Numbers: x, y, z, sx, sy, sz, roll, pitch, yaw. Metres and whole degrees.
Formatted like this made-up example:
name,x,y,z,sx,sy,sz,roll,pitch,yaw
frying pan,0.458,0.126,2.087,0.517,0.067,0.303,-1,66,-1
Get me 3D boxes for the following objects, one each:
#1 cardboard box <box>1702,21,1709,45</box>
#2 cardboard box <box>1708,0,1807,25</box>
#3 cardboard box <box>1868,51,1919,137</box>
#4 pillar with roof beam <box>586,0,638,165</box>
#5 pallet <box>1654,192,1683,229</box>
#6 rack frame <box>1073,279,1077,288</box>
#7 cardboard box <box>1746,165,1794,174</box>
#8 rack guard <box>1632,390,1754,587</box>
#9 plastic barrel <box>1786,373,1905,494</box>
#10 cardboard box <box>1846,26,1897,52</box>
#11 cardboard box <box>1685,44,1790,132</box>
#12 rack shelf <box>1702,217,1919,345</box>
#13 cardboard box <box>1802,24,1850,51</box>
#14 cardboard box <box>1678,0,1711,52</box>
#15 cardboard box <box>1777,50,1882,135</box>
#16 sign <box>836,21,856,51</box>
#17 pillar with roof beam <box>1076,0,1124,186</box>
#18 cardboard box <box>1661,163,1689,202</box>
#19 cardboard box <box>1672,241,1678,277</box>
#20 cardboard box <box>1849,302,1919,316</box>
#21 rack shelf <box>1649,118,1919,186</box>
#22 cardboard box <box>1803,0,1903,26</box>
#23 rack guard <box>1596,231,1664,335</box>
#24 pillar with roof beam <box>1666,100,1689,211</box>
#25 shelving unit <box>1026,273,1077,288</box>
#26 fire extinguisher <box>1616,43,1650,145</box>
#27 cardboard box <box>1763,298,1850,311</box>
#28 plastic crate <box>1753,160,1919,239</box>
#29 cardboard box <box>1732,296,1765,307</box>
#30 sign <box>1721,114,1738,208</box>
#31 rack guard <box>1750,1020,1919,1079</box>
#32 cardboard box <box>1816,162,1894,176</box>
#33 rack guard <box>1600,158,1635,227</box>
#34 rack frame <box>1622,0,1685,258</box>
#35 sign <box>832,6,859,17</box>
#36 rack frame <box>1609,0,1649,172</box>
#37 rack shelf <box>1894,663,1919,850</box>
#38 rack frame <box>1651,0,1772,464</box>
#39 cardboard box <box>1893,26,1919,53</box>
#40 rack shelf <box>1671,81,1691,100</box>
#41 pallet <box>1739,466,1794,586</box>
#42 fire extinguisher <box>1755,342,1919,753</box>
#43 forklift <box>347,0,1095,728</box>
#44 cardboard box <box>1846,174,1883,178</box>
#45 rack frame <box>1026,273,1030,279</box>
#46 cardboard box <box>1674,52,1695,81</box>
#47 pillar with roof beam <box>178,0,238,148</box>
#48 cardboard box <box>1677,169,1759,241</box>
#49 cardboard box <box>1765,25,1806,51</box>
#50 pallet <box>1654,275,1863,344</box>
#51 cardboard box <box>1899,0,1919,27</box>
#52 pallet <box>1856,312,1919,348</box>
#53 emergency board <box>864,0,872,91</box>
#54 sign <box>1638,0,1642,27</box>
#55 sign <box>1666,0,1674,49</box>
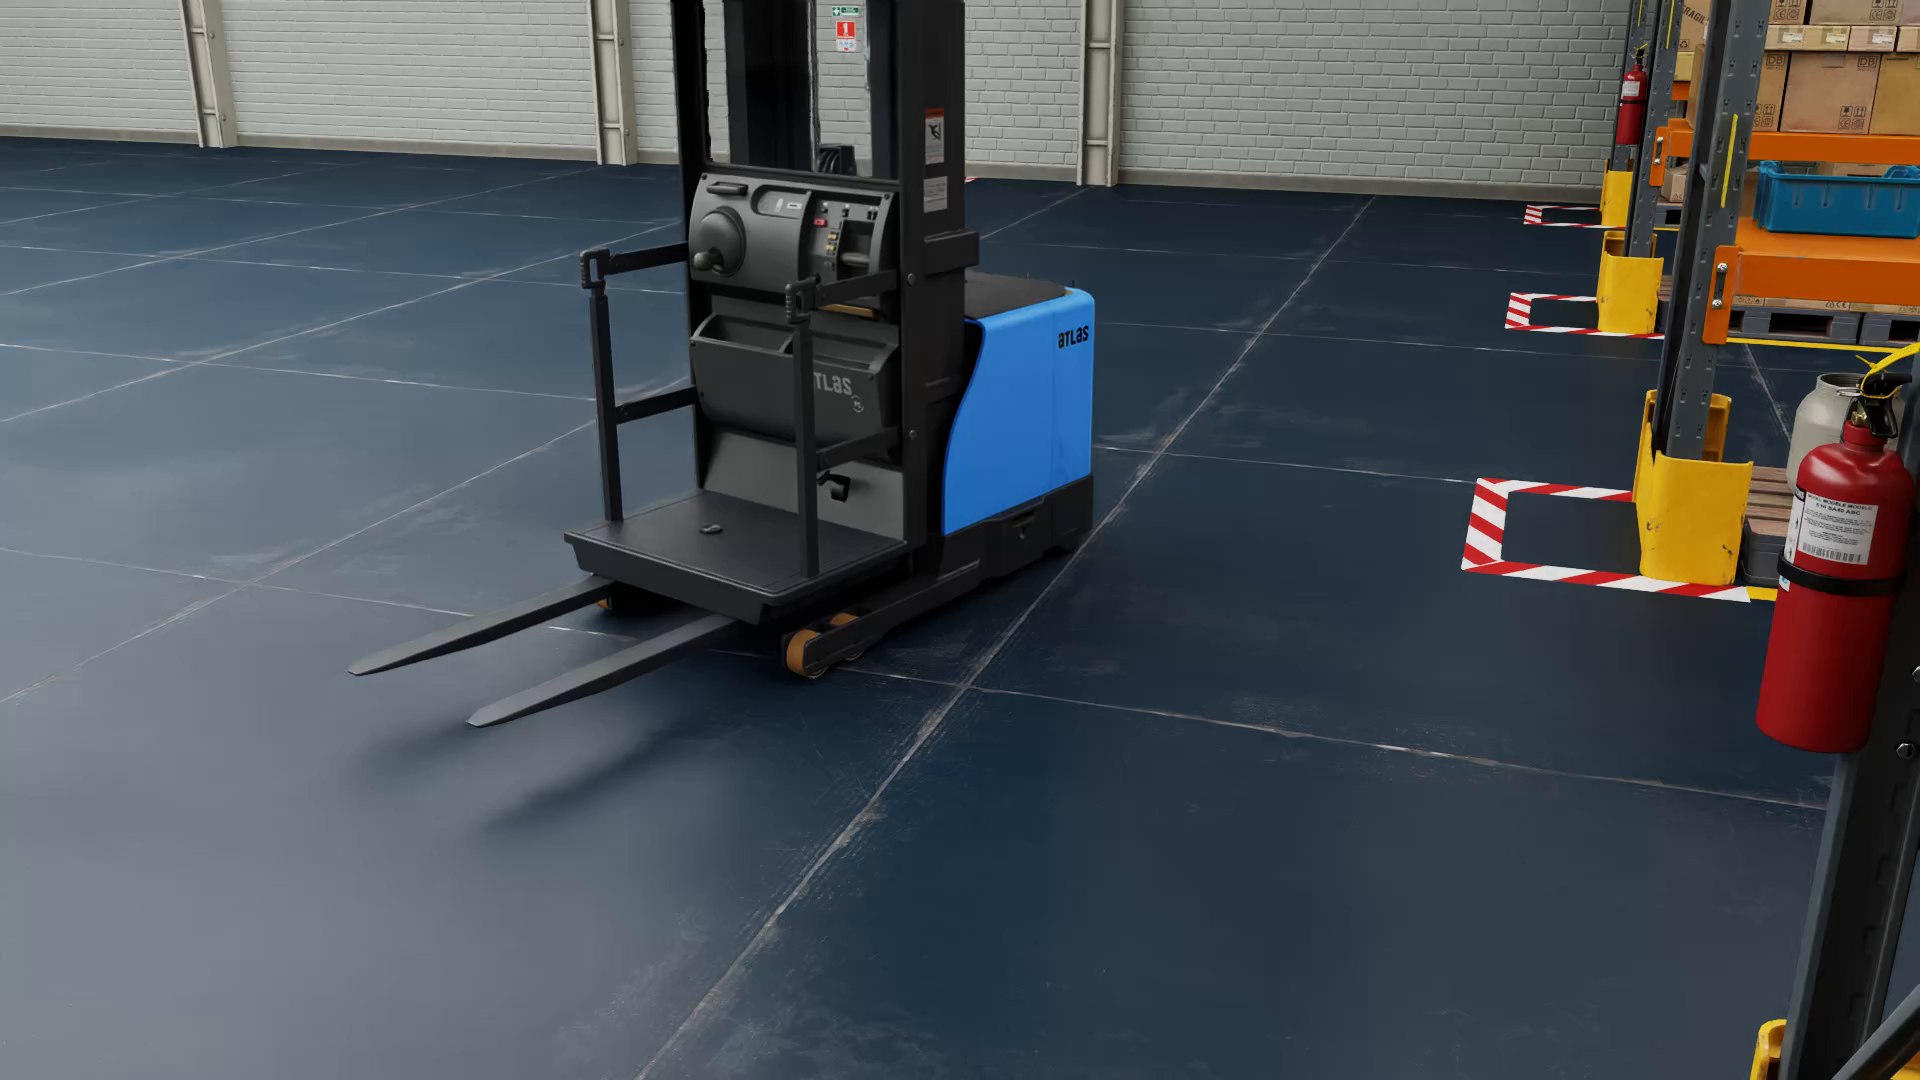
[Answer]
name,x,y,z,sx,sy,sz,roll,pitch,yaw
cardboard box,5.040,-3.332,10.941,0.250,0.149,0.380,6,20,17
cardboard box,5.103,-3.560,10.610,0.500,0.500,0.700,7,20,18
cardboard box,6.018,-2.843,10.523,0.500,0.500,0.700,7,20,18
pillar with roof beam,-5.564,-7.485,14.878,0.400,9.000,9.100,7,20,18
pallet,7.066,-3.078,15.585,1.213,0.211,1.003,7,20,18
rack frame,0.431,-0.588,7.167,0.008,1.050,0.200,14,24,35
cardboard box,7.401,-3.275,15.331,0.500,0.311,0.500,8,21,23
rack guard,3.075,-0.247,7.025,0.348,0.500,1.175,7,20,18
plastic barrel,3.634,-0.397,6.800,0.421,0.512,0.421,0,19,0
cardboard box,5.640,-3.122,10.338,0.250,0.149,0.380,6,20,17
cardboard box,5.053,-2.953,10.840,0.500,0.500,0.700,7,20,18
rack shelf,4.877,-0.865,6.094,4.000,0.370,1.077,7,20,18
cardboard box,5.402,-3.150,10.418,0.250,0.149,0.380,7,20,18
cardboard box,6.591,-4.649,14.914,0.500,0.500,0.500,7,20,18
cardboard box,5.551,-2.898,10.682,0.500,0.500,0.700,7,20,19
sign,-1.294,-5.730,18.904,0.234,0.329,0.001,7,20,18
pillar with roof beam,0.103,-6.837,13.019,0.400,9.000,9.100,7,20,18
cardboard box,6.863,-3.337,15.508,0.500,0.311,0.500,4,20,12
cardboard box,5.220,-1.895,11.493,0.500,0.250,0.500,7,20,18
cardboard box,5.996,-1.626,10.724,0.500,0.250,0.500,7,20,18
rack shelf,6.506,-2.405,10.511,4.000,0.370,1.077,7,20,18
cardboard box,5.602,-3.505,10.452,0.500,0.500,0.700,6,20,17
rack guard,4.594,-1.783,11.431,0.348,0.500,1.175,7,20,18
pillar with roof beam,5.771,-6.189,11.160,0.400,9.000,9.100,7,20,18
shelving unit,0.335,-0.612,7.237,0.252,1.050,0.215,14,24,35
fire extinguisher,4.657,-3.081,11.476,0.183,0.674,0.296,7,20,18
cardboard box,5.524,-1.681,10.880,0.500,0.250,0.500,7,20,18
plastic crate,3.558,-1.390,6.732,0.616,0.251,0.499,7,20,18
cardboard box,5.050,-1.733,11.031,0.500,0.250,0.500,7,20,18
sign,2.803,-1.381,6.061,0.005,0.325,0.100,7,20,18
rack guard,1.434,1.308,2.565,0.348,0.500,1.175,7,20,18
cardboard box,8.078,-3.270,15.028,0.500,0.500,0.700,5,20,15
rack guard,6.310,-3.313,15.820,0.348,0.500,1.175,7,20,18
rack frame,4.617,-2.961,11.013,0.127,3.000,1.000,7,20,18
sign,-1.293,-5.977,18.807,0.331,0.109,0.001,7,20,18
rack frame,6.239,-4.501,15.432,0.127,3.000,1.000,7,20,18
rack shelf,3.251,0.675,1.676,4.000,0.370,1.077,7,20,18
rack frame,2.987,-1.421,6.595,0.127,3.000,1.000,7,20,18
cardboard box,5.892,-3.094,10.257,0.250,0.149,0.380,6,20,16
rack shelf,8.128,-3.946,14.931,4.000,0.370,1.077,7,20,18
pallet,3.840,-0.021,6.816,1.213,0.211,1.003,7,20,18
fire extinguisher,1.405,0.000,2.637,0.183,0.674,0.296,7,20,18
forklift,-0.738,-1.091,5.754,1.130,2.935,3.031,14,24,35
cardboard box,6.170,-2.146,11.075,0.500,0.500,0.500,7,20,18
rack frame,0.238,-0.637,7.307,0.008,1.050,0.200,14,24,35
cardboard box,6.595,-4.288,15.019,0.500,0.250,0.500,6,20,16
pillar with roof beam,-11.232,-8.133,16.737,0.400,9.000,9.100,7,20,18
cardboard box,5.221,-2.249,11.372,0.500,0.500,0.500,7,20,18
cardboard box,5.167,-3.177,10.496,0.250,0.149,0.380,6,20,17
pallet,5.353,-1.574,11.272,1.213,0.211,1.003,7,20,18
cardboard box,6.078,-3.451,10.297,0.500,0.500,0.700,7,20,18
pallet,6.501,-1.442,10.892,1.213,0.211,1.003,7,20,18
emergency board,-0.806,-5.622,18.646,0.643,1.169,0.194,7,20,18
sign,6.061,-4.741,14.806,0.005,0.325,0.100,7,20,18
sign,4.429,-3.235,10.364,0.005,0.325,0.100,7,20,18
